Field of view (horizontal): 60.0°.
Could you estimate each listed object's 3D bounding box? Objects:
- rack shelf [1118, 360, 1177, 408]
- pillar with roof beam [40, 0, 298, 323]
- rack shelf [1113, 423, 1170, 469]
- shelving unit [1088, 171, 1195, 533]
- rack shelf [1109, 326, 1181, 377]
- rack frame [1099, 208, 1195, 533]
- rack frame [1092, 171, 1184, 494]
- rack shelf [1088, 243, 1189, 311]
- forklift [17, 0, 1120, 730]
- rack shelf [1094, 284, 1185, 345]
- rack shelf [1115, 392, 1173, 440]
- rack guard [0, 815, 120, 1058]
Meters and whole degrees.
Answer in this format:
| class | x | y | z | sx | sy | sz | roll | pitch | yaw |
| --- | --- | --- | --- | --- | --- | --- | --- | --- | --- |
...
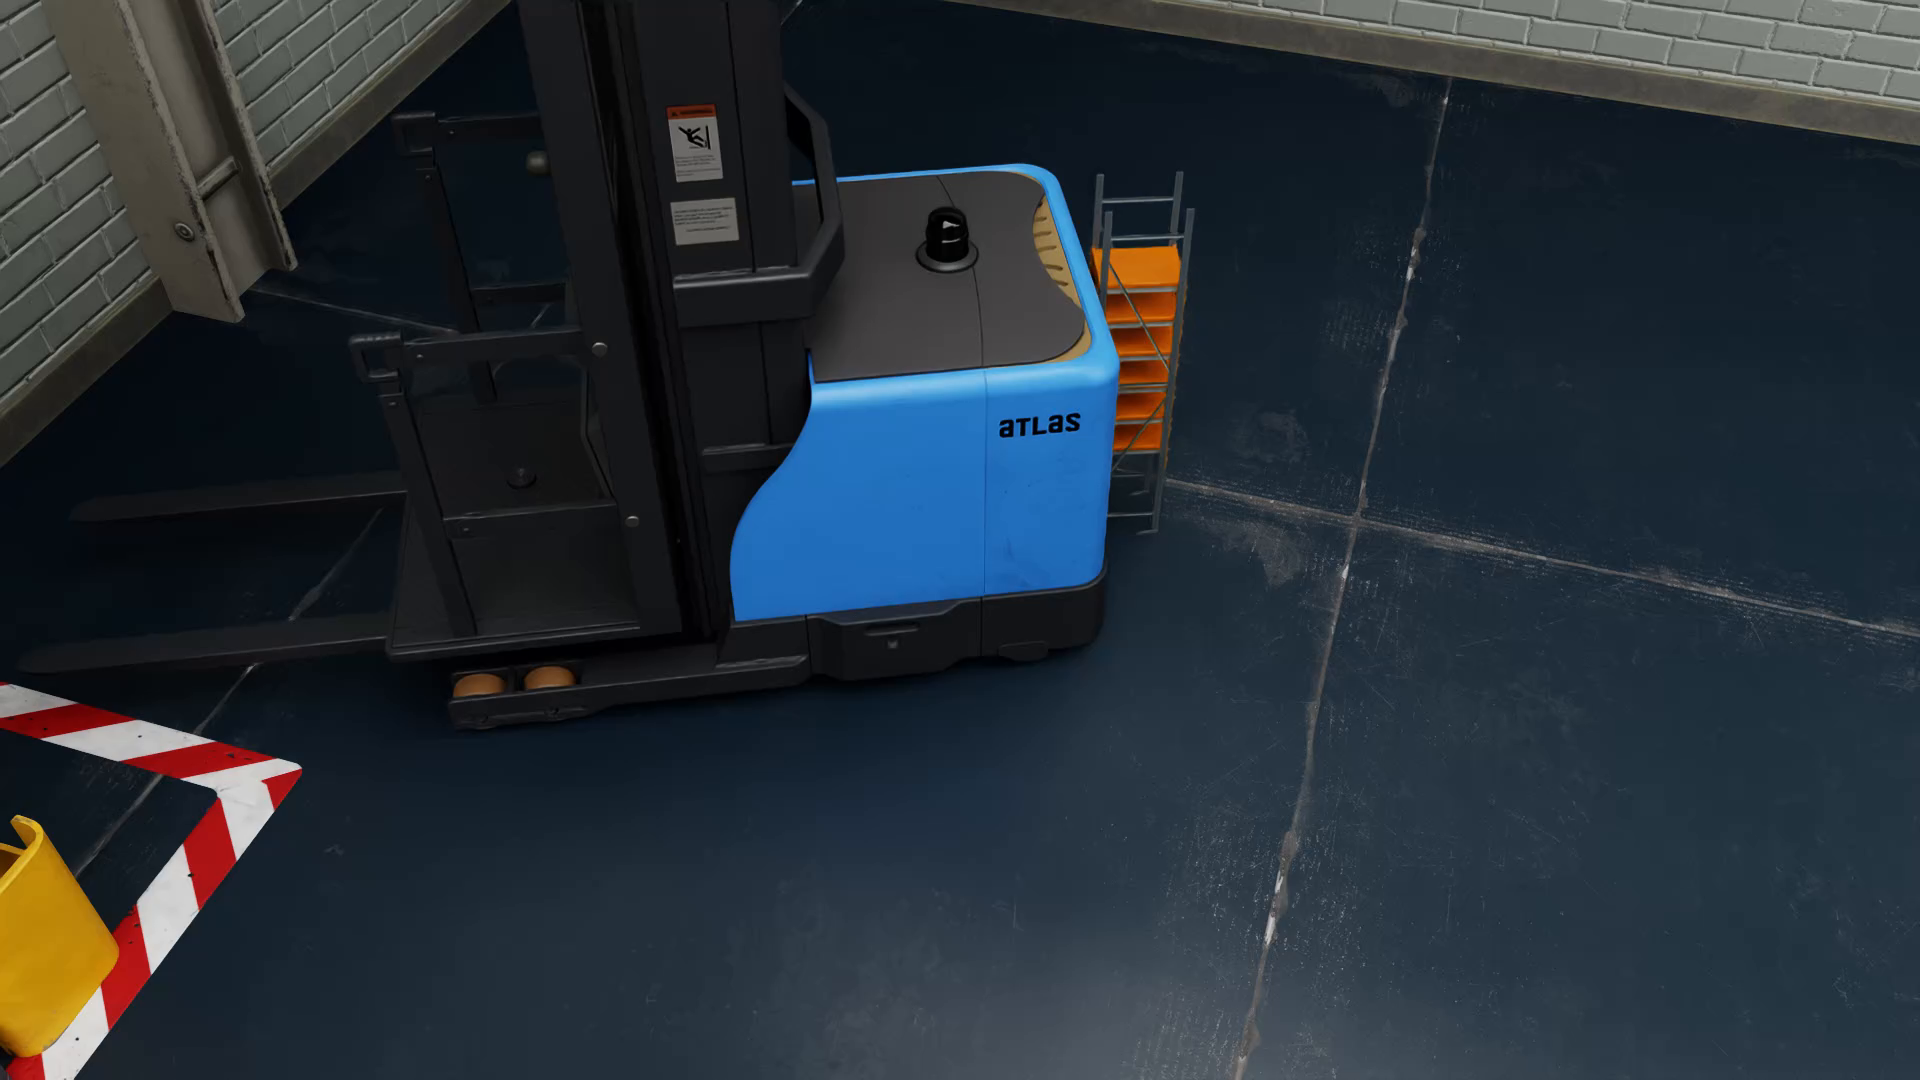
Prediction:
| class | x | y | z | sx | sy | sz | roll | pitch | yaw |
| --- | --- | --- | --- | --- | --- | --- | --- | --- | --- |
| rack shelf | 0.500 | -0.481 | 4.948 | 0.258 | 0.103 | 0.180 | -3 | 44 | -3 |
| pillar with roof beam | 1.383 | -3.258 | 2.145 | 9.100 | 9.000 | 0.400 | 13 | 46 | 13 |
| rack shelf | 0.500 | -0.310 | 5.115 | 0.258 | 0.103 | 0.180 | -3 | 44 | -3 |
| shelving unit | 0.500 | -0.513 | 4.916 | 0.258 | 1.200 | 0.189 | -3 | 44 | -3 |
| rack shelf | 0.500 | -0.567 | 4.864 | 0.258 | 0.103 | 0.180 | -3 | 44 | -3 |
| rack frame | 0.506 | -0.449 | 4.851 | 0.240 | 1.200 | 0.006 | -3 | 44 | -3 |
| rack frame | 0.494 | -0.577 | 4.982 | 0.240 | 1.200 | 0.006 | -3 | 44 | -3 |
| rack shelf | 0.500 | -0.739 | 4.696 | 0.258 | 0.103 | 0.180 | -3 | 44 | -3 |
| forklift | -1.139 | -0.909 | 4.083 | 3.031 | 2.935 | 1.130 | -6 | 45 | -6 |
| rack shelf | 0.500 | -0.653 | 4.780 | 0.258 | 0.103 | 0.180 | -3 | 44 | -3 |
| rack shelf | 0.500 | -0.396 | 5.031 | 0.258 | 0.103 | 0.180 | -3 | 44 | -3 |
| rack guard | -2.706 | 0.835 | 4.039 | 1.175 | 0.500 | 0.348 | 13 | 46 | 13 |
